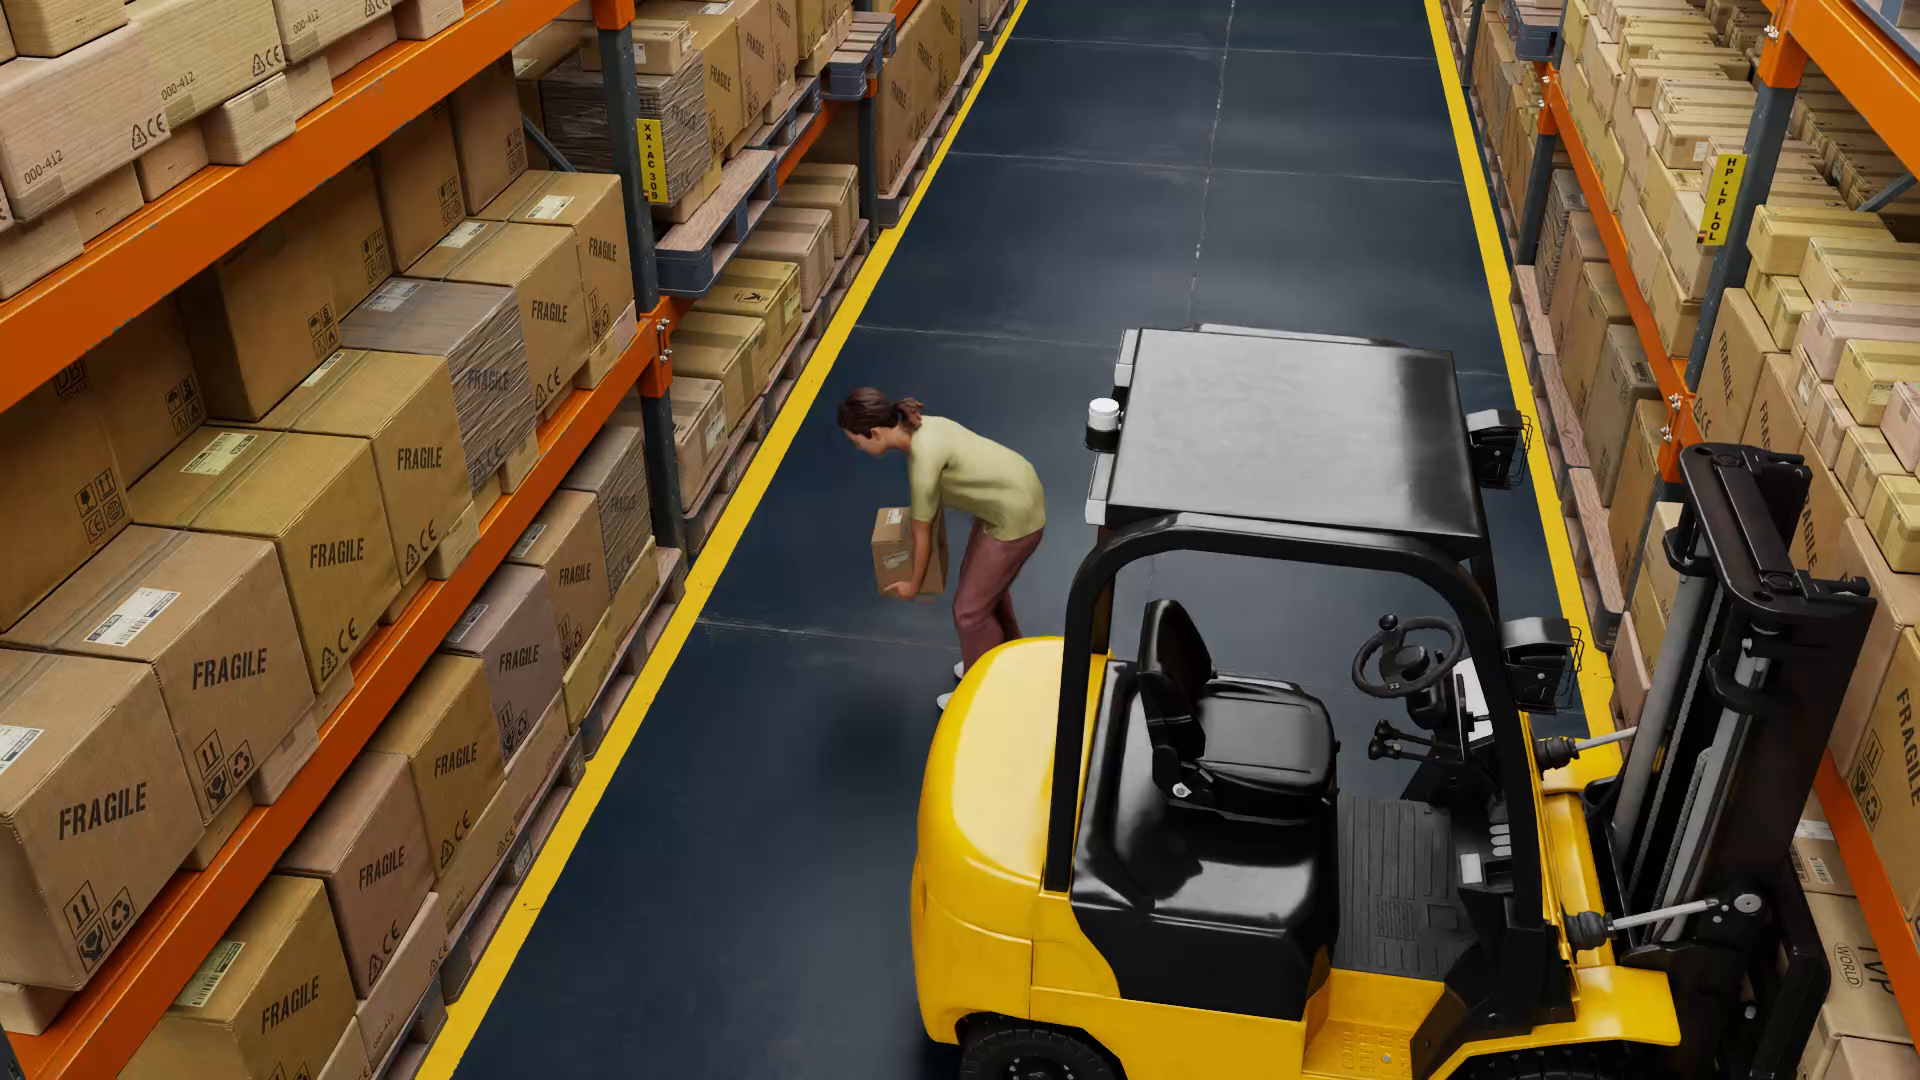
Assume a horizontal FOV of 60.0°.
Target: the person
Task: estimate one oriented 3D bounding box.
[{"bbox_3d":[-0.061,0.038,6.359,0.777,1.380,0.406,0,33,1],"label":"person"}]
